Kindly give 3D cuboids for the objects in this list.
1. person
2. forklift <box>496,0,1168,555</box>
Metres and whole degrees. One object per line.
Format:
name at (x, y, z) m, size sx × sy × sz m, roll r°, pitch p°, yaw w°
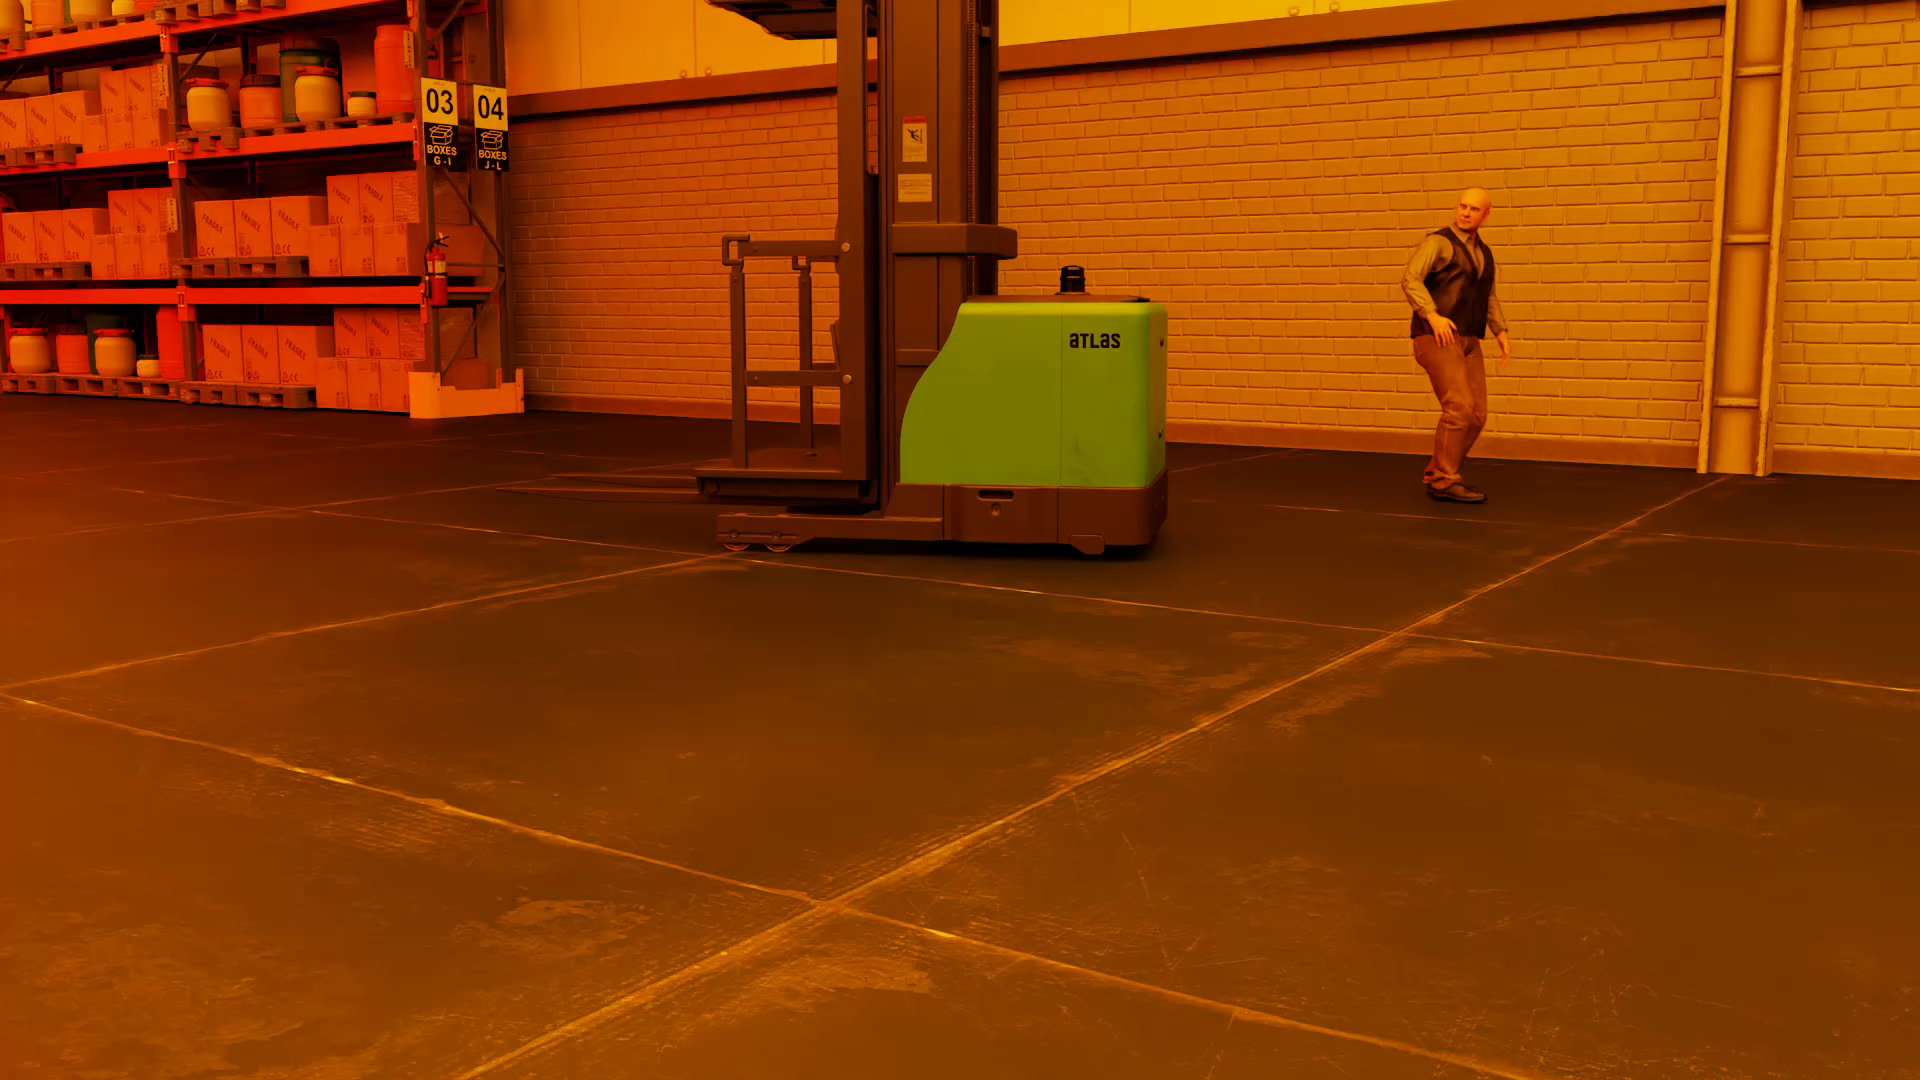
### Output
person at (2.788, -1.074, 9.137) m, size 0.723 × 1.702 × 0.512 m, roll -7°, pitch 11°, yaw -42°
forklift at (-0.596, -1.469, 7.520) m, size 3.031 × 2.935 × 1.130 m, roll 2°, pitch 8°, yaw 12°
